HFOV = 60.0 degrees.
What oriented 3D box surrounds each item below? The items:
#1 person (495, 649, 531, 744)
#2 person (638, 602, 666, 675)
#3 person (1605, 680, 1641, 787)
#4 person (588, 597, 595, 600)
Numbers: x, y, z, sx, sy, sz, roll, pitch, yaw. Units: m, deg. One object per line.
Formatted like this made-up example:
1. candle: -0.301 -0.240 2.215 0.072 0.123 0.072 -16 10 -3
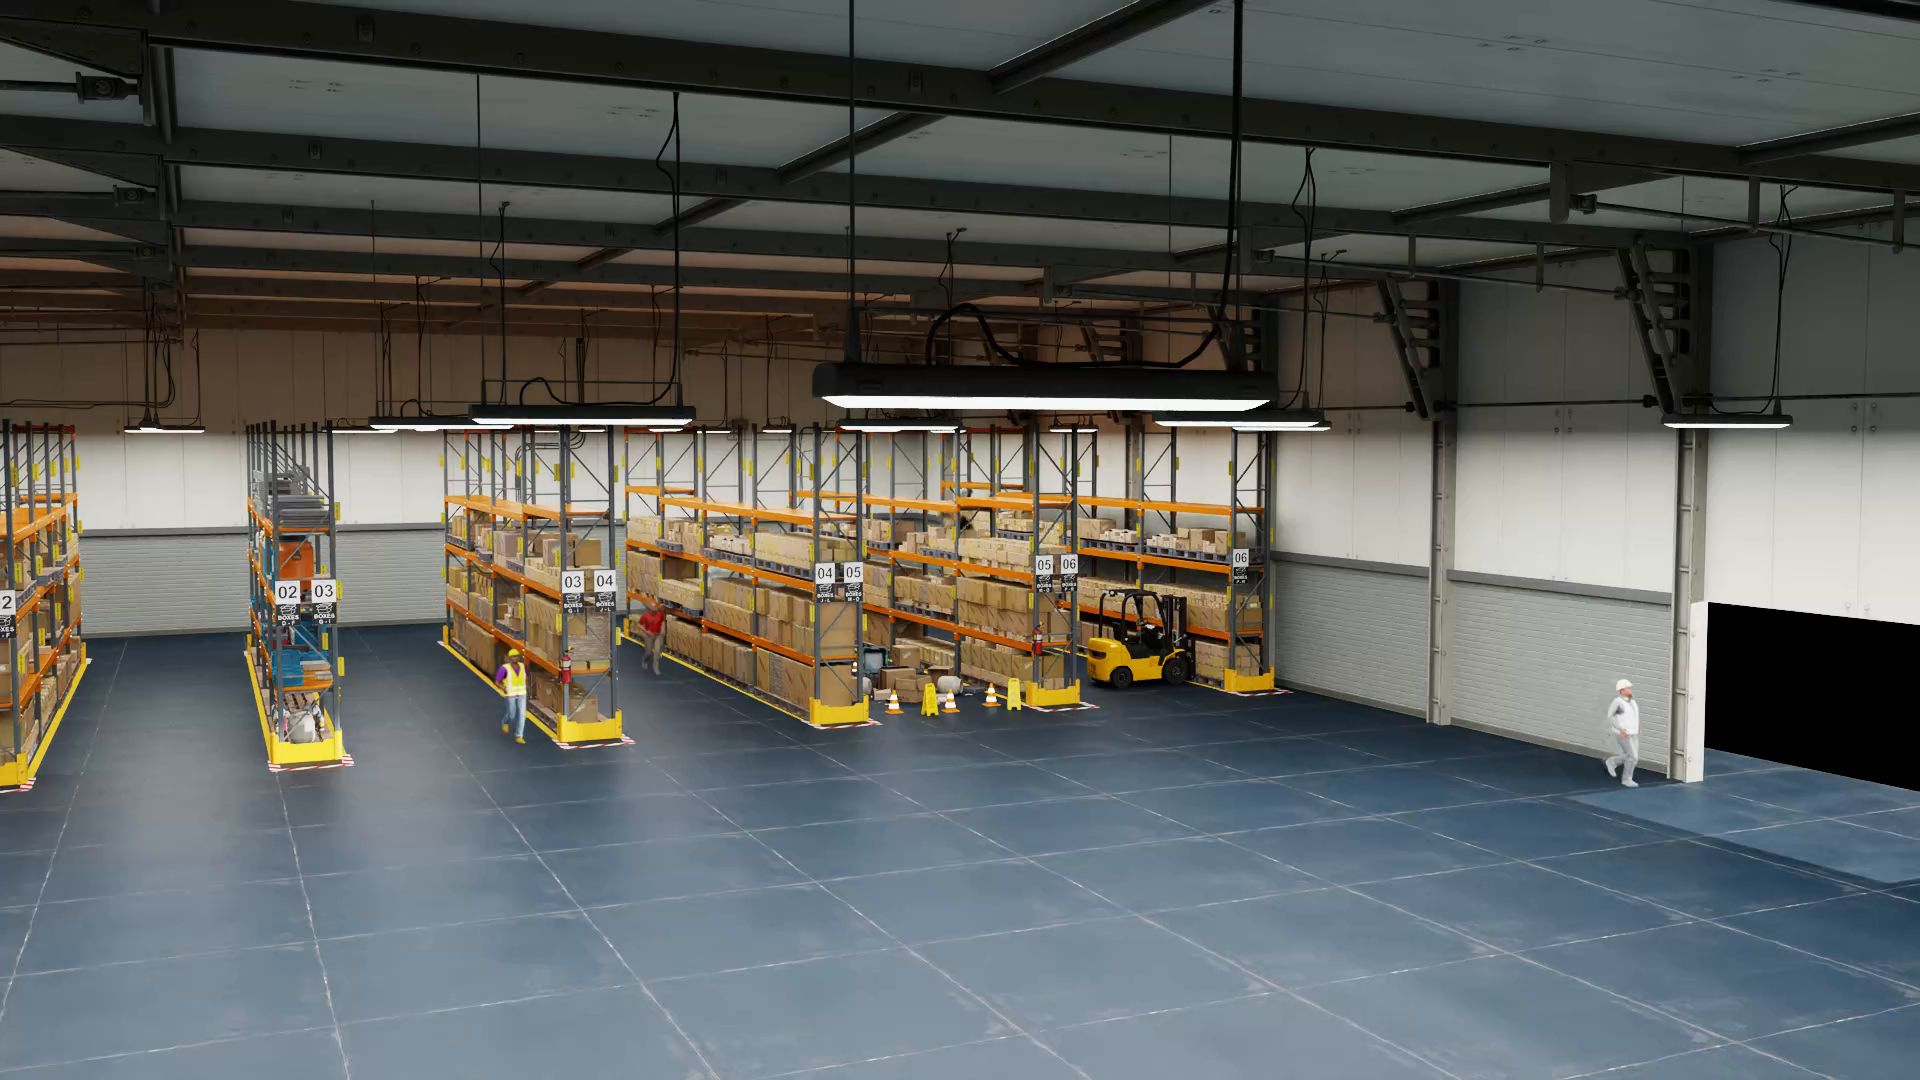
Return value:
1. person: -8.355 2.911 31.163 0.697 1.751 0.868 -2 4 -35
2. person: -7.441 2.365 40.188 0.666 1.731 0.794 -2 4 -28
3. person: 10.882 3.152 27.326 0.666 1.735 0.643 -3 5 -38
4. person: -10.150 2.004 45.856 0.587 1.682 0.772 -1 4 -22
